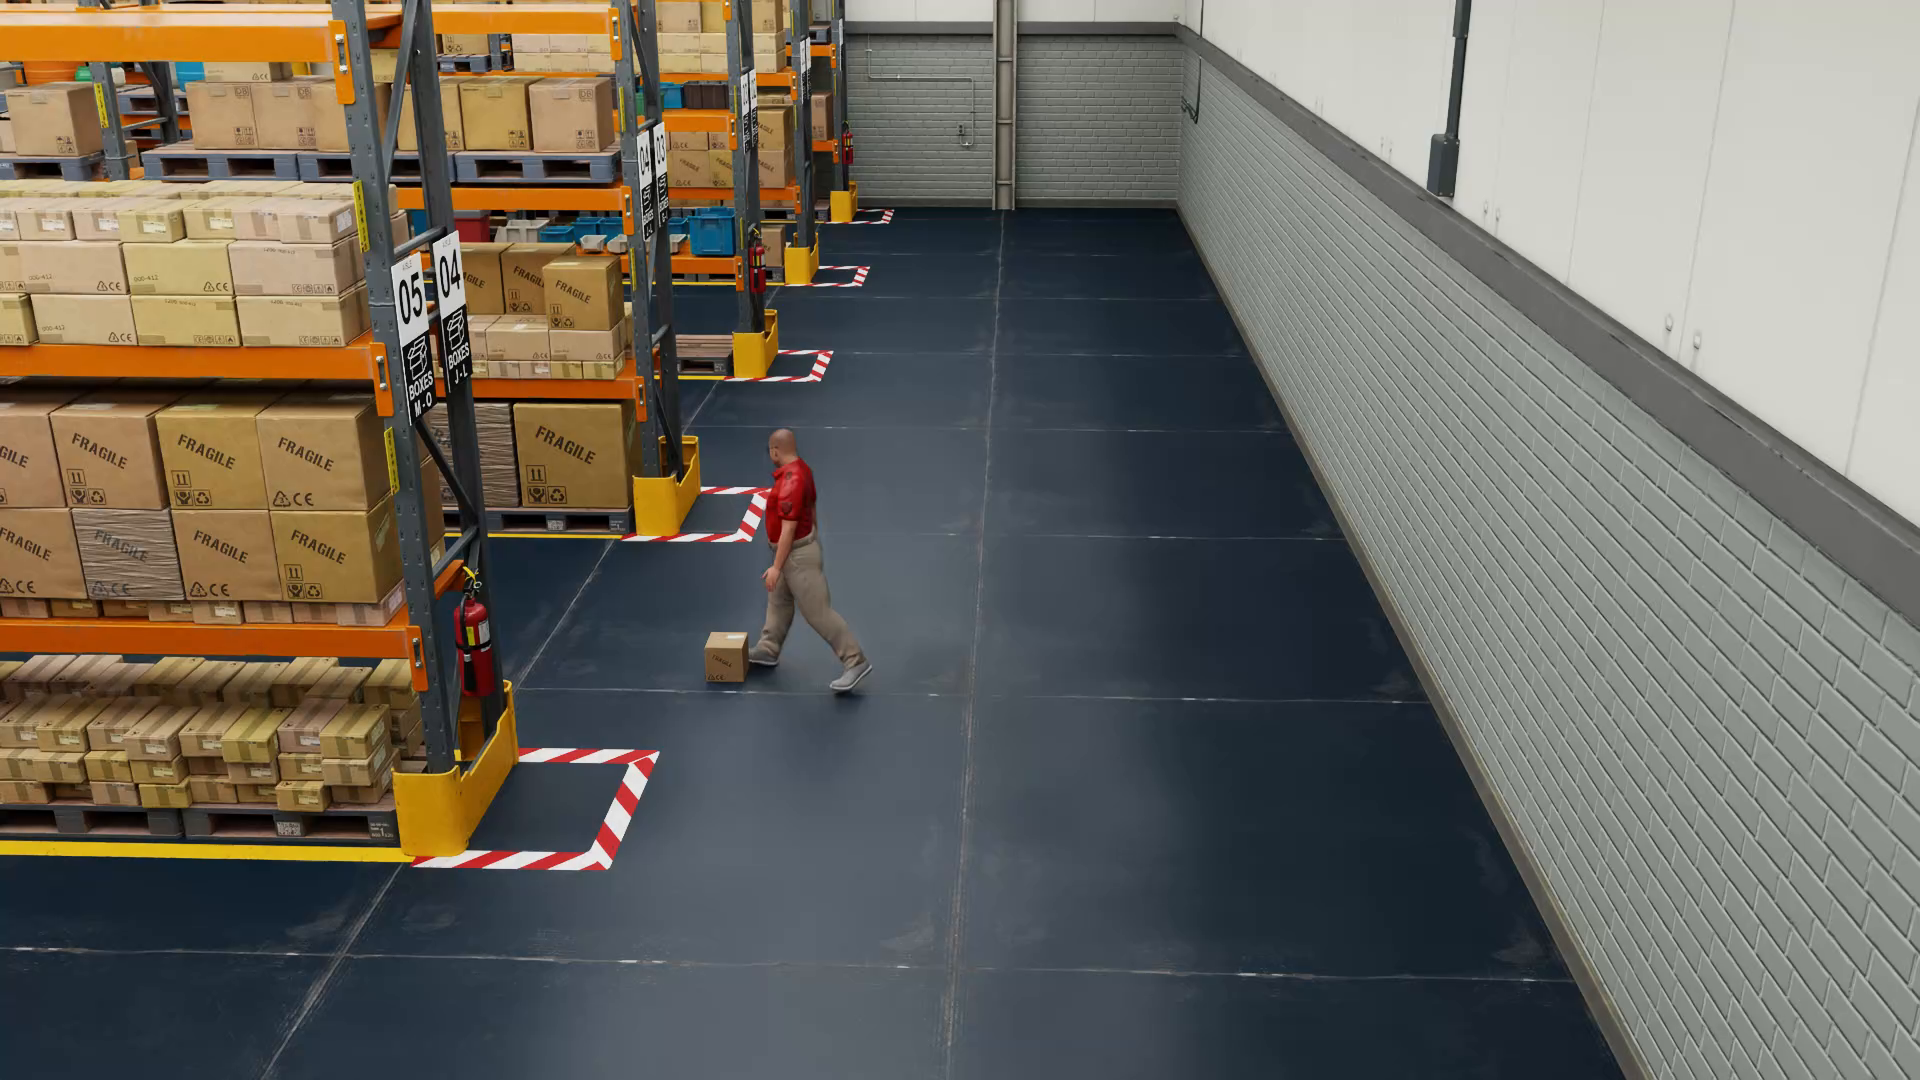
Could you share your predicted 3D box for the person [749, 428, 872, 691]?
[{"bbox_3d":[-1.067,0.115,10.804,0.949,1.691,0.658,-1,21,-2],"label":"person"}]
